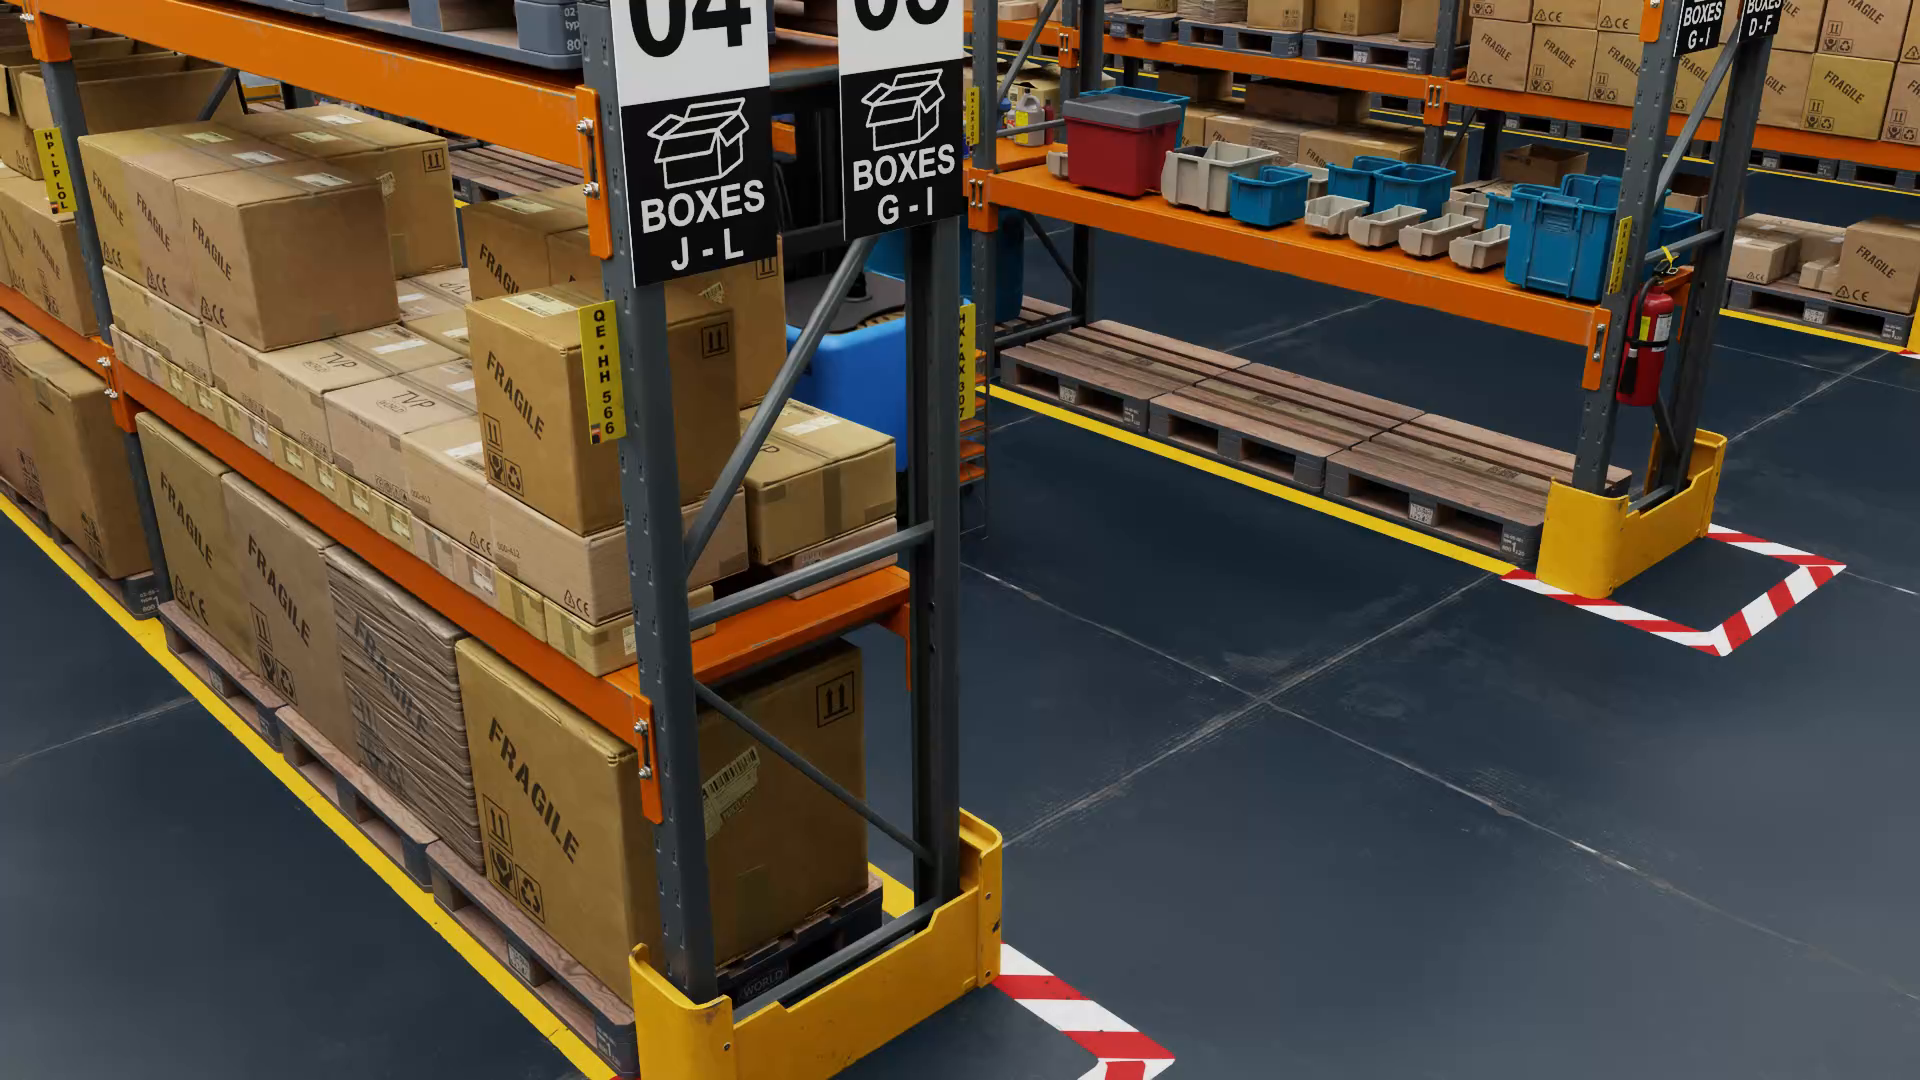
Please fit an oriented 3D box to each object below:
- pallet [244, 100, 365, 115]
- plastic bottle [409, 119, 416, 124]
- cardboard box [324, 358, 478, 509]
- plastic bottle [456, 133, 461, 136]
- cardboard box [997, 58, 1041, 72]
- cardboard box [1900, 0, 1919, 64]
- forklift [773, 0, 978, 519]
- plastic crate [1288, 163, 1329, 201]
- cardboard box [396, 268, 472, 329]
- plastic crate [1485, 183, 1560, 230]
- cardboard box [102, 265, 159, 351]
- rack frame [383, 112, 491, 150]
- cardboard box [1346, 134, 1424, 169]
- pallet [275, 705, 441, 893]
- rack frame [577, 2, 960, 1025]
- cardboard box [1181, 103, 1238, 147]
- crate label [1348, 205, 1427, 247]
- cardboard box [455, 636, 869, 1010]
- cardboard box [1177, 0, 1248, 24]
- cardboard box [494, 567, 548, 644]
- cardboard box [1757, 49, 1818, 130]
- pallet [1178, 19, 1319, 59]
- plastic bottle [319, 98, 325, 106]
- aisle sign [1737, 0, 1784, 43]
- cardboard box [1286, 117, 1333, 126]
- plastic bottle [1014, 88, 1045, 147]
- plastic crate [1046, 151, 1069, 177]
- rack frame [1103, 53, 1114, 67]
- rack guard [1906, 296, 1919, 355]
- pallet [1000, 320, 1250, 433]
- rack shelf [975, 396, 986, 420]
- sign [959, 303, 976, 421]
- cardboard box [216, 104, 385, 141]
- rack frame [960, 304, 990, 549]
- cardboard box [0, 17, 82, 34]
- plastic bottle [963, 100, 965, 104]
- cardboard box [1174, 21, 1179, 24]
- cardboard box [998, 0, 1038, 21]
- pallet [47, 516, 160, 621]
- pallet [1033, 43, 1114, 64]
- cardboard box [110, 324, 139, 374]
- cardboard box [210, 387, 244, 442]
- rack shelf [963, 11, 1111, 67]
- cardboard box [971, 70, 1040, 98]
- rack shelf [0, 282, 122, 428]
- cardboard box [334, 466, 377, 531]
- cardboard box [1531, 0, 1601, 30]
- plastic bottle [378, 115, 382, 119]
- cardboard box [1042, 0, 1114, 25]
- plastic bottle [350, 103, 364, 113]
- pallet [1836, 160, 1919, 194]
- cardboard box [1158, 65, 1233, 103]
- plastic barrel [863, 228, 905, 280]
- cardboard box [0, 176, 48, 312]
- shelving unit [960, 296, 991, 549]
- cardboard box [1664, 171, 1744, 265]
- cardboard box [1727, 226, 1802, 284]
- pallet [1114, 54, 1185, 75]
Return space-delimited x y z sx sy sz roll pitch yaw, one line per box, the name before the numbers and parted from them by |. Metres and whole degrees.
pallet | -7.088 -4.622 18.127 1.003 0.211 1.213 -21 32 -38
plastic bottle | -5.660 -4.479 17.117 0.144 0.351 0.185 -22 32 -39
cardboard box | -1.624 -0.342 5.208 0.500 0.250 0.500 22 33 40
plastic bottle | -4.959 -4.115 16.497 0.097 0.201 0.097 0 25 0
cardboard box | 0.505 -4.878 17.459 0.500 0.311 0.500 -22 33 -40
cardboard box | 6.324 -3.262 10.461 0.500 0.500 0.500 -22 32 -39
forklift | -1.300 -1.852 8.778 1.130 2.935 3.031 -22 33 -40
plastic crate | 1.886 -1.978 9.216 0.293 0.136 0.466 -21 32 -38
cardboard box | -1.941 -0.805 6.222 0.500 0.250 0.500 -20 32 -37
plastic crate | 2.832 -1.619 8.315 0.416 0.233 0.300 -21 32 -38
cardboard box | -3.009 -0.958 6.558 0.500 0.250 0.500 -22 32 -39
rack frame | -4.992 -4.936 15.456 1.000 3.000 0.127 -21 32 -38
cardboard box | 3.548 -3.048 13.798 0.500 0.500 0.500 -21 32 -39
pallet | -1.838 0.784 6.278 1.003 0.211 1.213 -21 32 -38
rack frame | -0.405 0.104 4.407 1.000 3.000 0.127 -21 32 -38
cardboard box | 2.164 -3.662 15.145 0.500 0.500 0.500 -22 32 -39
crate label | 2.125 -1.573 8.329 0.396 0.136 0.243 -21 32 -38
cardboard box | -0.901 0.709 5.136 0.875 0.875 0.875 -21 32 -38
cardboard box | 2.359 -4.875 14.695 0.700 0.500 0.500 -15 28 -29
cardboard box | -1.068 0.126 4.662 0.380 0.149 0.250 -21 32 -38
cardboard box | 5.630 -3.118 11.349 0.500 0.500 0.500 -21 32 -38
pallet | 2.693 -4.453 14.629 1.003 0.211 1.213 -21 32 -38
plastic bottle | -6.480 -4.365 16.962 0.097 0.271 0.097 0 25 0
aisle sign | 3.476 -2.546 7.084 0.394 0.787 0.004 -21 32 -38
cardboard box | 3.233 -3.507 14.805 0.500 0.500 0.500 -21 32 -38
plastic bottle | 0.445 -2.701 10.616 0.144 0.351 0.185 -21 32 -38
plastic crate | 0.690 -2.238 9.788 0.396 0.136 0.243 -21 32 -38
rack frame | 2.240 -7.747 21.617 1.000 3.000 0.127 -21 32 -38
rack guard | 6.777 -1.590 11.134 1.175 0.500 0.348 -21 32 -38
pallet | 1.007 -1.032 10.258 1.003 0.211 1.213 -21 32 -38
rack shelf | -0.010 -0.619 7.979 0.258 0.103 0.180 -21 32 -38
sign | 0.004 -0.481 4.552 0.100 0.325 0.005 -21 32 -38
cardboard box | -2.630 -1.452 6.738 0.500 0.500 0.500 -20 31 -37
rack frame | 0.053 -0.523 7.950 0.240 1.200 0.006 -21 32 -38
cardboard box | -4.942 -2.397 8.561 0.797 0.503 0.637 -20 31 -37
plastic bottle | -0.004 -2.883 11.195 0.097 0.201 0.097 0 25 0
cardboard box | 3.145 -6.449 21.254 0.700 0.500 0.500 -22 32 -39
cardboard box | 0.544 -5.208 16.355 0.380 0.149 0.250 -21 32 -38
pallet | -3.722 -0.051 8.108 1.003 0.211 1.213 -21 32 -38
pallet | 1.755 -6.671 22.620 1.003 0.211 1.213 -21 32 -38
cardboard box | -3.180 -0.809 6.712 0.380 0.149 0.250 -21 32 -38
cardboard box | -2.464 -0.493 6.020 0.380 0.149 0.250 -22 32 -39
rack shelf | -0.006 -5.407 17.355 1.077 0.370 4.000 -21 32 -38
cardboard box | 0.463 -4.568 16.781 0.500 0.311 0.500 -22 32 -39
rack shelf | -4.506 -1.386 8.541 1.077 0.370 4.000 -21 32 -38
cardboard box | -1.766 -0.183 5.340 0.380 0.149 0.250 -21 32 -38
cardboard box | 4.564 -4.038 12.163 0.500 0.500 0.500 -22 33 -40
plastic bottle | -5.561 -3.953 16.043 0.061 0.283 0.133 -19 31 -36
cardboard box | 1.144 -5.210 16.165 0.500 0.311 0.500 -19 31 -35
plastic bottle | -5.994 -4.201 16.505 0.144 0.351 0.185 -21 32 -39
pallet | 9.009 -3.432 15.519 1.003 0.211 1.213 -21 32 -38
cardboard box | 2.213 -4.300 15.640 0.500 0.250 0.500 -20 31 -37
plastic barrel | -0.367 -2.133 11.334 0.600 0.901 0.708 -21 32 -38
cardboard box | -3.991 -1.369 7.516 0.500 0.500 0.500 -20 31 -37
shelving unit | -0.010 -0.550 8.011 0.258 1.200 0.189 -21 32 -38
cardboard box | 5.382 -2.413 12.403 0.797 0.503 0.637 -21 32 -38
cardboard box | 5.650 -2.045 11.902 0.500 0.250 0.500 -21 32 -38
pallet | 2.773 -6.243 21.680 1.003 0.211 1.213 -21 32 -38
